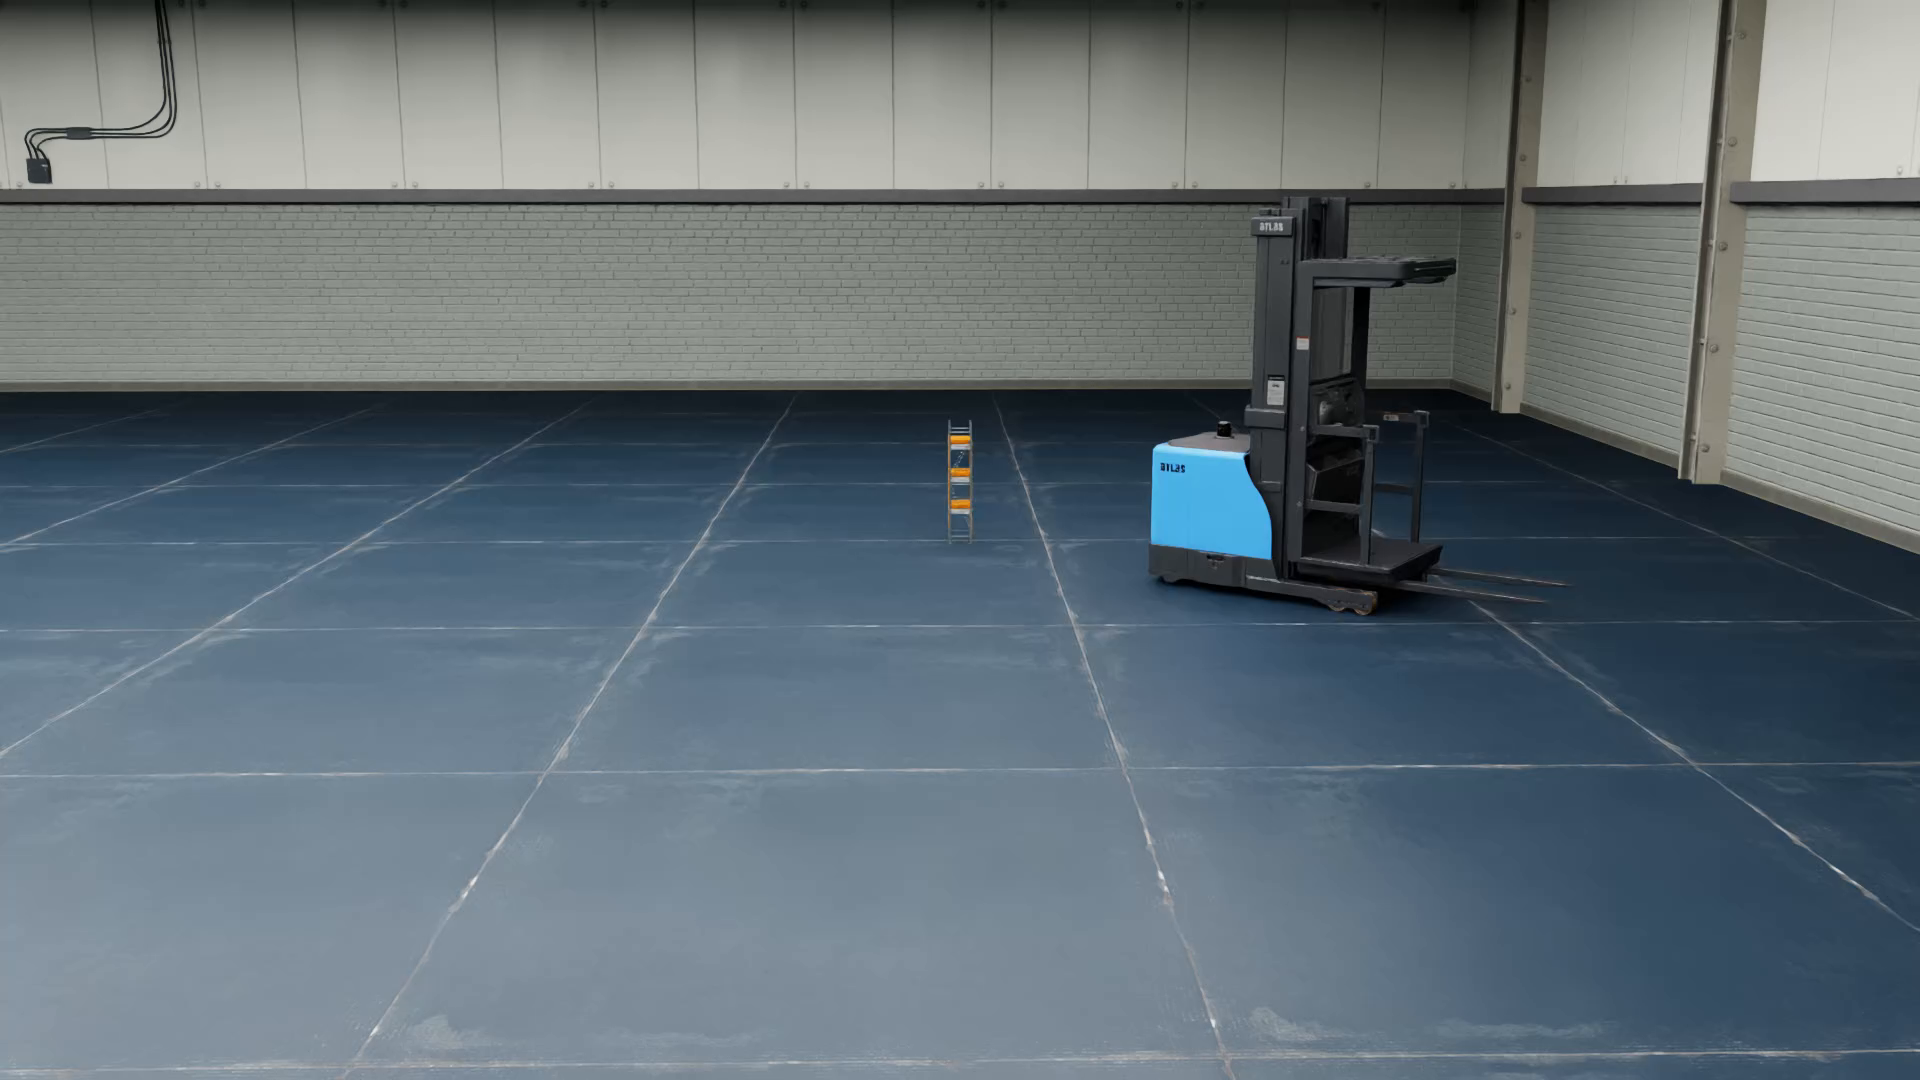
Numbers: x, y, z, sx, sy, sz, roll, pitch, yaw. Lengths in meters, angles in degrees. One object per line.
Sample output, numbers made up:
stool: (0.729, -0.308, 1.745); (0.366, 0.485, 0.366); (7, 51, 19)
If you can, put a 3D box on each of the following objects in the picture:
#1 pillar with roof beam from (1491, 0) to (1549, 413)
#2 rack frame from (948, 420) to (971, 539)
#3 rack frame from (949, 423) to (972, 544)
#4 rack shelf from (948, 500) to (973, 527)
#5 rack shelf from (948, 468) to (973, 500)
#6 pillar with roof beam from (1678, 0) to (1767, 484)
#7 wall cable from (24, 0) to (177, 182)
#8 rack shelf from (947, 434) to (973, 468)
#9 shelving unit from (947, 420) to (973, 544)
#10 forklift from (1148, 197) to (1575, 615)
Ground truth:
pillar with roof beam: (3.425, -6.211, 22.543); (9.100, 9.000, 0.400); (0, 11, -1)
rack frame: (-0.001, -0.528, 14.522); (0.200, 1.050, 0.008); (0, 11, -1)
rack frame: (0.004, -0.480, 14.283); (0.200, 1.050, 0.008); (0, 11, -1)
rack shelf: (0.001, -0.221, 14.460); (0.215, 0.259, 0.240); (0, 11, -1)
rack shelf: (0.001, -0.494, 14.404); (0.215, 0.259, 0.240); (0, 11, -1)
pillar with roof beam: (3.549, -5.019, 16.664); (9.100, 9.000, 0.400); (0, 11, -1)
wall cable: (-13.011, -8.393, 24.744); (2.305, 6.003, 0.169); (0, 11, -1)
rack shelf: (0.001, -0.772, 14.348); (0.215, 0.259, 0.240); (0, 11, -1)
shelving unit: (0.001, -0.504, 14.402); (0.215, 1.050, 0.252); (0, 11, -1)
forklift: (2.962, -1.019, 12.211); (3.031, 2.935, 1.130); (8, 14, 35)
